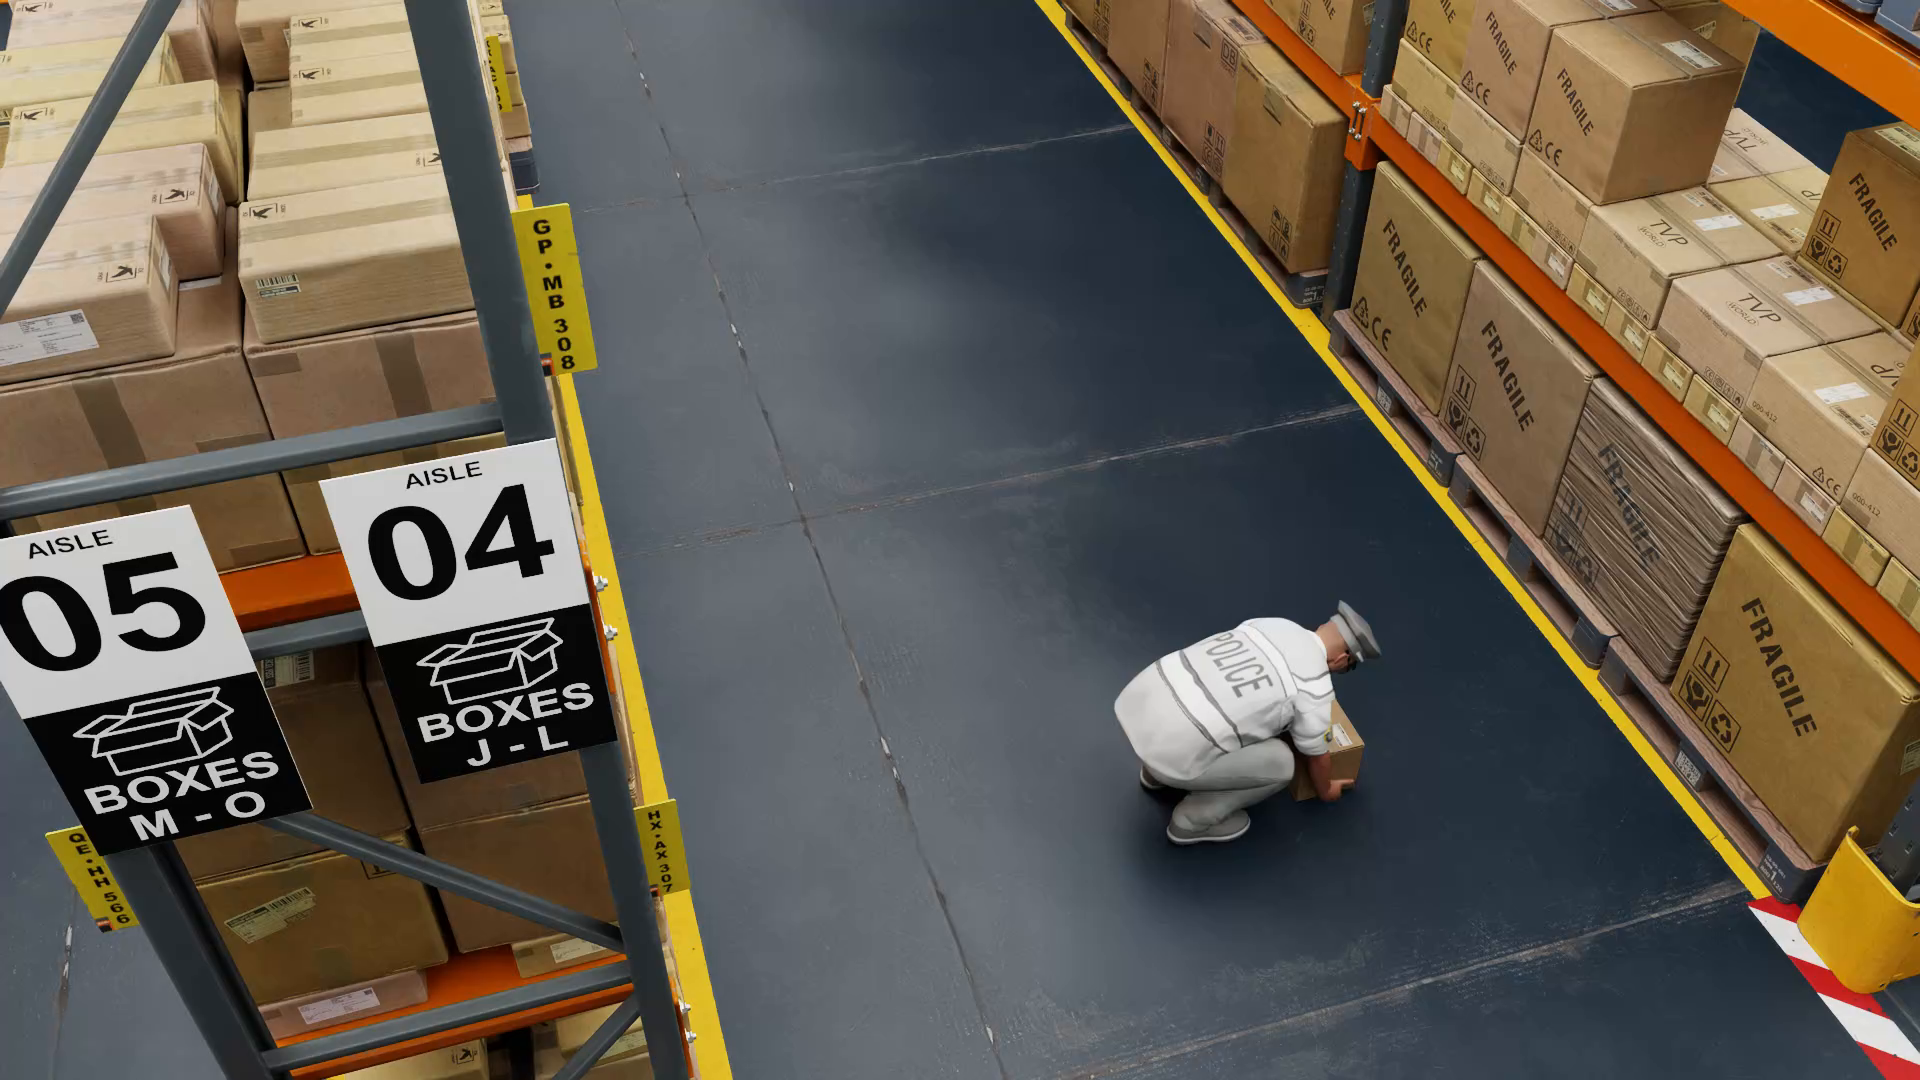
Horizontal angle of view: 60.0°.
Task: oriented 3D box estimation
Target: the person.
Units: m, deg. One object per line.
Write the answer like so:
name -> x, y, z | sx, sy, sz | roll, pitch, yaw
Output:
person -> 1.065, 0.672, 6.136 | 1.020, 0.819, 0.528 | -13, 44, -14
